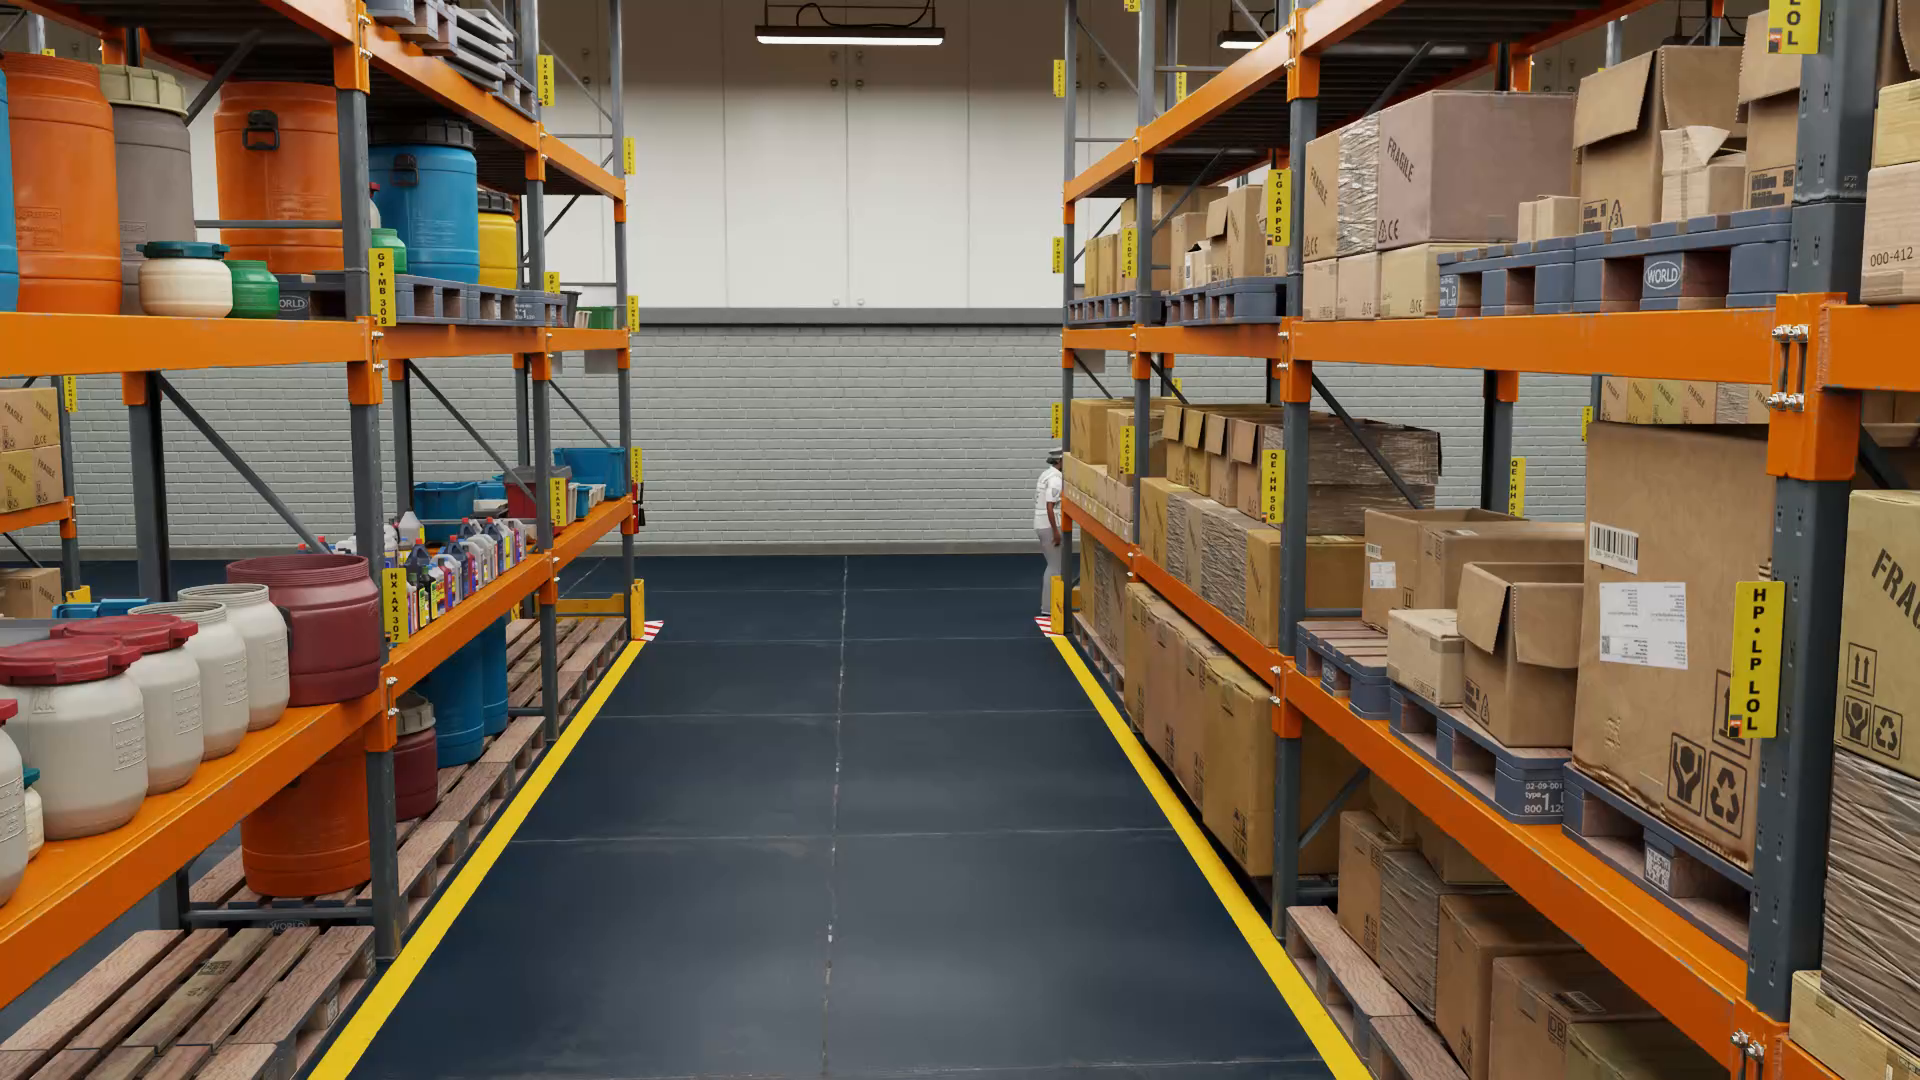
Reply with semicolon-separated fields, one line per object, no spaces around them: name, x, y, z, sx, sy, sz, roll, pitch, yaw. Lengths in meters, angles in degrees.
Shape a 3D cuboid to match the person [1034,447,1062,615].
person;0.932;-0.094;16.536;0.397;1.656;0.518;0;7;1
